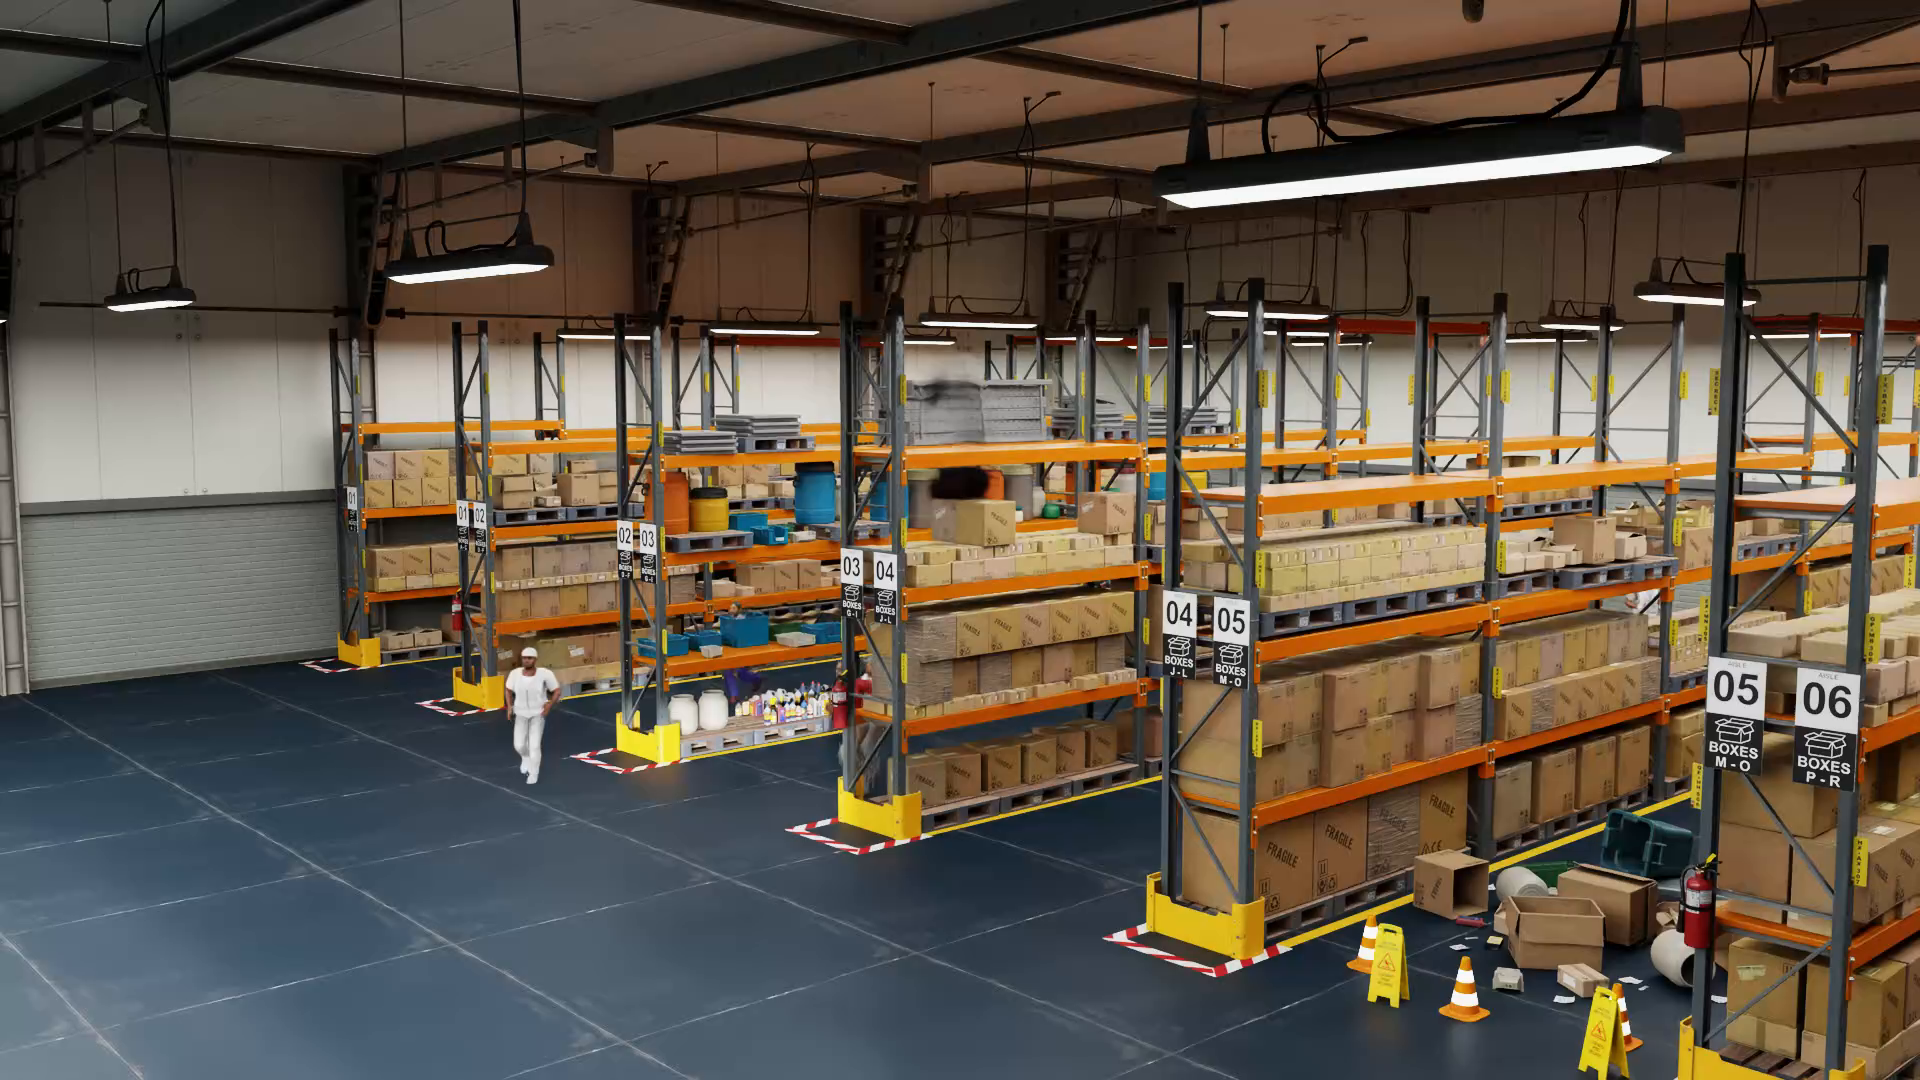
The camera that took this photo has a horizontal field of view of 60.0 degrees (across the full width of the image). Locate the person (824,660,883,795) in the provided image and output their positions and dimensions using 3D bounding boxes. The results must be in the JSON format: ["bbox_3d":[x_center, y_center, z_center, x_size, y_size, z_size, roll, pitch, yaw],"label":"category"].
[{"bbox_3d":[-1.327,2.300,20.337,0.722,1.704,0.708,-5,7,-40],"label":"person"}]

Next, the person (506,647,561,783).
[{"bbox_3d":[-5.448,2.216,21.194,0.715,1.734,0.577,0,6,-2],"label":"person"}]

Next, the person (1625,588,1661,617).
[{"bbox_3d":[12.062,1.378,29.292,0.713,1.770,0.930,0,6,0],"label":"person"}]

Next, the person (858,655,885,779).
[{"bbox_3d":[-1.160,2.270,21.248,0.626,1.617,0.518,5,7,40],"label":"person"}]

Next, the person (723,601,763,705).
[{"bbox_3d":[-3.488,1.769,26.431,0.592,1.622,0.720,3,7,30],"label":"person"}]
